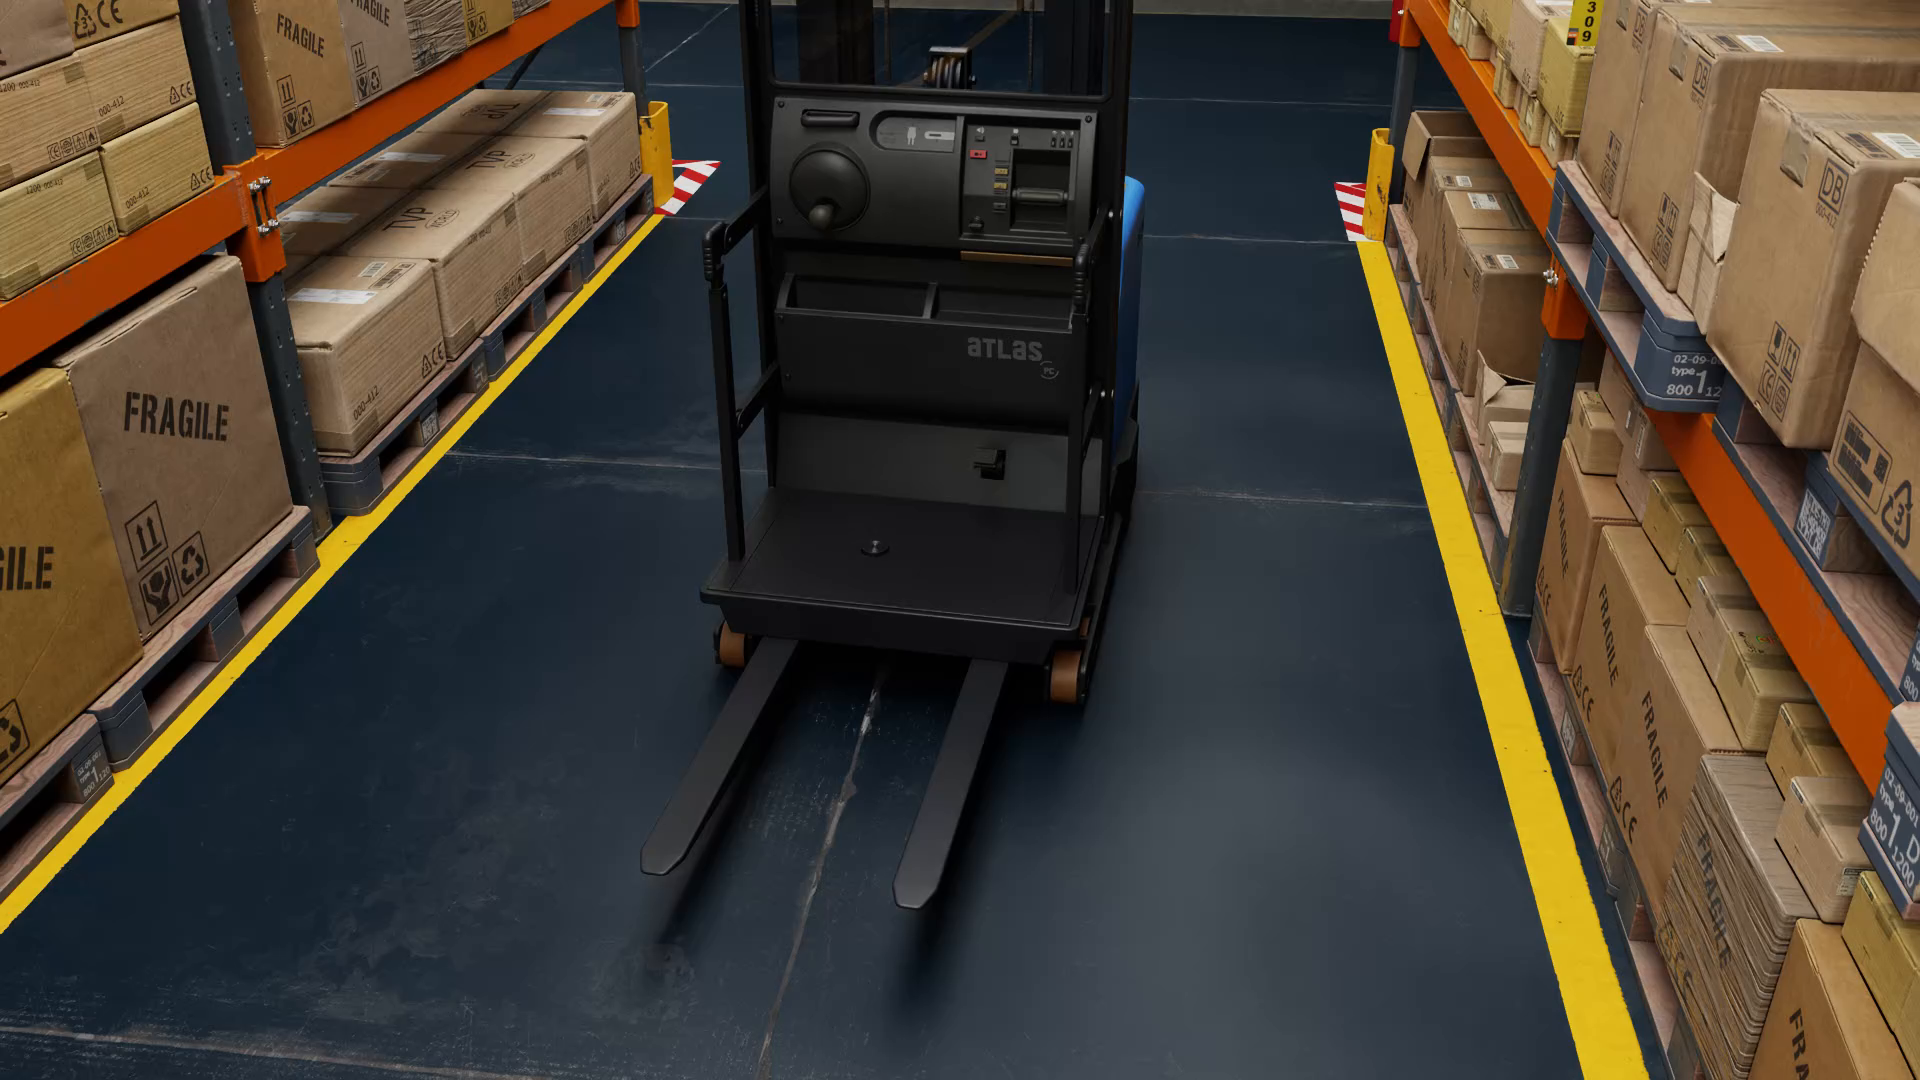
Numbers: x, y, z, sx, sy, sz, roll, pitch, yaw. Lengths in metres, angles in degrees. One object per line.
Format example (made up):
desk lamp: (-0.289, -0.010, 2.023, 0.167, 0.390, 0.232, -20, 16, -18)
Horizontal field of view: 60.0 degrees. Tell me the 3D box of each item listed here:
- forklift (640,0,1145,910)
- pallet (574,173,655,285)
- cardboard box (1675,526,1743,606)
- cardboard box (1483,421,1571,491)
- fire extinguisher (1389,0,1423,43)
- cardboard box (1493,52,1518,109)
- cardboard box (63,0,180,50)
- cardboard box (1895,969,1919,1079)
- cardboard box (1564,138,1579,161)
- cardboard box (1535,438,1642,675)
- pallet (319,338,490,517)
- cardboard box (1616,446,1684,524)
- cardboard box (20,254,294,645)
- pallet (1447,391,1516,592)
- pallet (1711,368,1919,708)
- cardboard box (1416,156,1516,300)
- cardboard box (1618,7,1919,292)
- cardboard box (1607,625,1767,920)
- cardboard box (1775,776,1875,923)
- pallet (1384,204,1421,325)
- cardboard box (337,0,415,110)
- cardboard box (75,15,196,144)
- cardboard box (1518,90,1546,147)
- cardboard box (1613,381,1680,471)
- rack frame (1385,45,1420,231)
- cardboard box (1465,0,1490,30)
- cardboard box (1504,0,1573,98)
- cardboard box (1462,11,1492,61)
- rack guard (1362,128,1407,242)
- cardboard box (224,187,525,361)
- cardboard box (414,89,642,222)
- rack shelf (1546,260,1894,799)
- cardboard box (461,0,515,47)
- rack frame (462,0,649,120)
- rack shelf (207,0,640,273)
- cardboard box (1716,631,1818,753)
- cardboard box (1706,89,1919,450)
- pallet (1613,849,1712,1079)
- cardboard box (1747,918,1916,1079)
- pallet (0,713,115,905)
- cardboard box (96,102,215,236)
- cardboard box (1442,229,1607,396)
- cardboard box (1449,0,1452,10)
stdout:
forklift: (-0.121, -1.000, 4.515, 1.130, 2.935, 3.031, 5, 29, 10)
pallet: (-2.226, -1.633, 8.559, 1.003, 0.211, 1.213, 3, 28, 6)
cardboard box: (1.926, 0.097, 3.916, 0.380, 0.149, 0.250, 3, 28, 5)
cardboard box: (2.008, -0.281, 5.673, 0.380, 0.149, 0.250, 3, 28, 5)
fire extinguisher: (2.281, -2.853, 8.358, 0.296, 0.674, 0.183, 3, 28, 6)
cardboard box: (2.100, -1.618, 5.855, 0.380, 0.149, 0.250, 3, 28, 5)
cardboard box: (-2.501, -1.618, 4.432, 0.500, 0.500, 0.500, 4, 29, 8)
cardboard box: (1.706, 0.820, 2.574, 0.380, 0.149, 0.250, 4, 29, 8)
cardboard box: (2.020, -1.127, 4.943, 0.380, 0.149, 0.250, 4, 29, 7)
cardboard box: (1.949, 0.058, 4.673, 0.500, 0.500, 0.500, 5, 29, 8)
pallet: (-2.525, -0.485, 6.427, 1.003, 0.211, 1.213, 3, 28, 6)
cardboard box: (1.966, -0.154, 4.382, 0.380, 0.149, 0.250, 3, 28, 5)
cardboard box: (-2.692, -0.312, 4.964, 0.875, 0.875, 0.875, 4, 29, 8)
pallet: (2.316, -0.168, 5.839, 1.003, 0.211, 1.213, 3, 28, 6)
pallet: (1.975, -0.021, 2.828, 1.003, 0.211, 1.213, 3, 28, 6)
cardboard box: (2.409, -1.357, 7.299, 0.700, 0.500, 0.500, 4, 29, 8)
cardboard box: (1.887, -0.843, 3.603, 0.700, 0.500, 0.500, 4, 29, 7)
cardboard box: (1.828, 0.544, 3.771, 0.500, 0.500, 0.500, 3, 28, 5)
cardboard box: (1.741, 0.571, 3.037, 0.380, 0.149, 0.250, 2, 28, 4)
pallet: (2.615, -1.316, 7.971, 1.003, 0.211, 1.213, 3, 28, 6)
cardboard box: (-2.312, -1.845, 5.907, 0.500, 0.500, 0.500, 4, 29, 7)
cardboard box: (-2.508, -1.291, 4.616, 0.500, 0.250, 0.500, 3, 28, 6)
cardboard box: (2.038, -1.374, 5.403, 0.380, 0.149, 0.250, 4, 29, 8)
cardboard box: (1.939, -0.295, 4.330, 0.380, 0.149, 0.250, 2, 28, 4)
rack frame: (2.721, -2.955, 8.073, 1.000, 3.000, 0.127, 3, 28, 6)
cardboard box: (2.236, -2.104, 6.338, 0.500, 0.250, 0.500, 3, 28, 5)
cardboard box: (2.098, -1.628, 5.453, 0.500, 0.250, 0.500, 3, 29, 6)
cardboard box: (2.190, -1.977, 6.522, 0.380, 0.149, 0.250, 4, 29, 7)
rack guard: (2.712, -1.819, 8.599, 1.175, 0.500, 0.348, 3, 28, 6)
cardboard box: (-2.403, -1.127, 6.937, 0.875, 0.438, 0.875, 3, 28, 5)
cardboard box: (-2.187, -1.982, 8.526, 0.875, 0.438, 0.875, 2, 28, 4)
rack shelf: (1.986, 0.186, 3.001, 1.077, 0.370, 4.000, 3, 28, 6)
cardboard box: (-2.182, -2.322, 6.791, 0.500, 0.500, 0.500, 4, 29, 8)
rack frame: (-2.205, -3.242, 8.605, 1.000, 3.000, 0.127, 3, 28, 6)
rack shelf: (-2.450, -1.984, 7.028, 1.077, 0.370, 4.000, 3, 28, 6)
cardboard box: (1.825, 0.329, 3.485, 0.380, 0.149, 0.250, 4, 29, 8)
cardboard box: (1.790, -0.473, 2.918, 0.700, 0.500, 0.500, 3, 28, 6)
pallet: (2.022, 1.116, 3.456, 1.003, 0.211, 1.213, 3, 28, 6)
cardboard box: (1.713, 1.033, 2.863, 0.500, 0.500, 0.500, 5, 29, 8)
pallet: (-2.862, 0.812, 4.020, 1.003, 0.211, 1.213, 3, 28, 6)
cardboard box: (-2.500, -1.067, 4.726, 0.500, 0.250, 0.500, 3, 28, 5)
cardboard box: (2.282, -0.868, 6.392, 0.700, 0.500, 0.500, 2, 28, 4)
cardboard box: (2.334, -2.342, 7.200, 0.380, 0.149, 0.250, 4, 29, 8)
